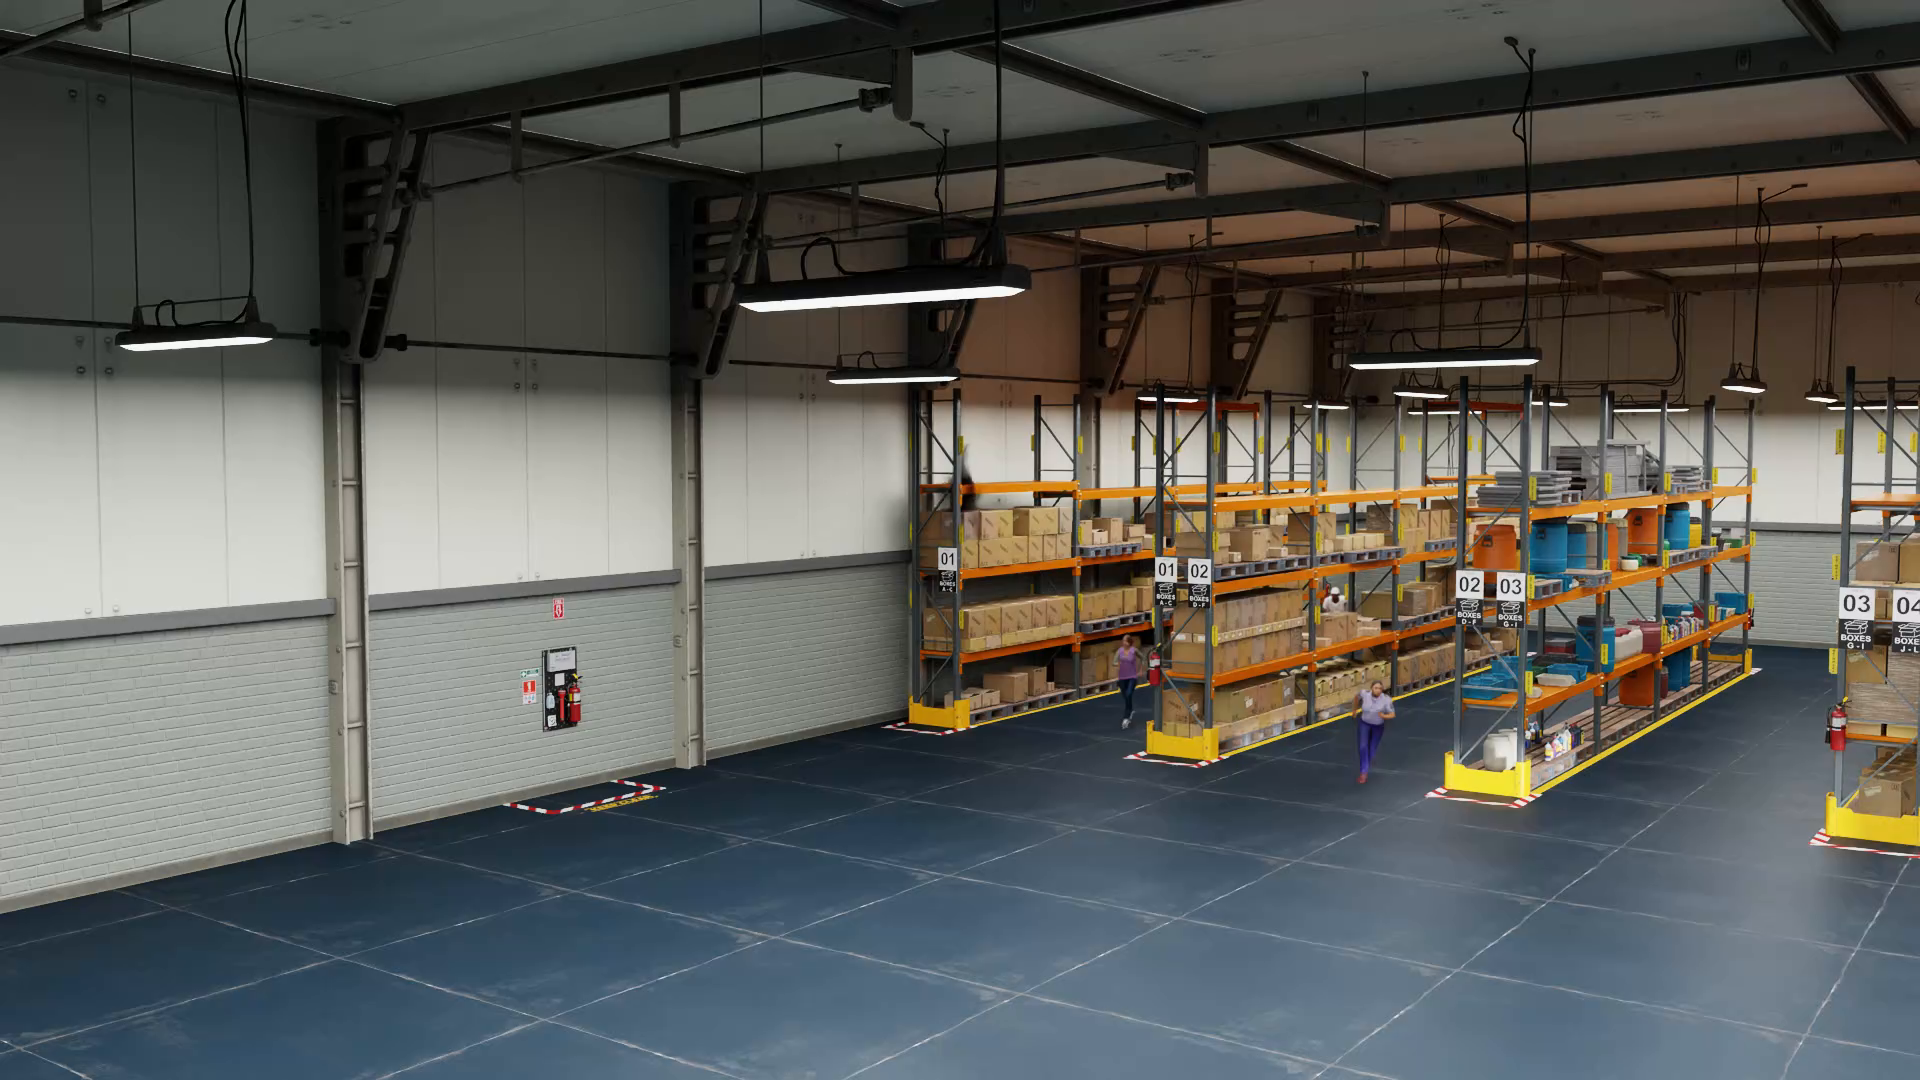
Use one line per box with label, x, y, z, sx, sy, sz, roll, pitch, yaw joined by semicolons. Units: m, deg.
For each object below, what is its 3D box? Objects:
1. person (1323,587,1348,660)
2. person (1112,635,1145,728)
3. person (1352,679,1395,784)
person;8.947;1.942;39.251;0.742;1.715;1.048;1;4;25
person;3.000;2.492;29.686;0.531;1.625;0.822;1;4;22
person;6.153;2.813;24.743;0.583;1.530;0.966;0;3;8
